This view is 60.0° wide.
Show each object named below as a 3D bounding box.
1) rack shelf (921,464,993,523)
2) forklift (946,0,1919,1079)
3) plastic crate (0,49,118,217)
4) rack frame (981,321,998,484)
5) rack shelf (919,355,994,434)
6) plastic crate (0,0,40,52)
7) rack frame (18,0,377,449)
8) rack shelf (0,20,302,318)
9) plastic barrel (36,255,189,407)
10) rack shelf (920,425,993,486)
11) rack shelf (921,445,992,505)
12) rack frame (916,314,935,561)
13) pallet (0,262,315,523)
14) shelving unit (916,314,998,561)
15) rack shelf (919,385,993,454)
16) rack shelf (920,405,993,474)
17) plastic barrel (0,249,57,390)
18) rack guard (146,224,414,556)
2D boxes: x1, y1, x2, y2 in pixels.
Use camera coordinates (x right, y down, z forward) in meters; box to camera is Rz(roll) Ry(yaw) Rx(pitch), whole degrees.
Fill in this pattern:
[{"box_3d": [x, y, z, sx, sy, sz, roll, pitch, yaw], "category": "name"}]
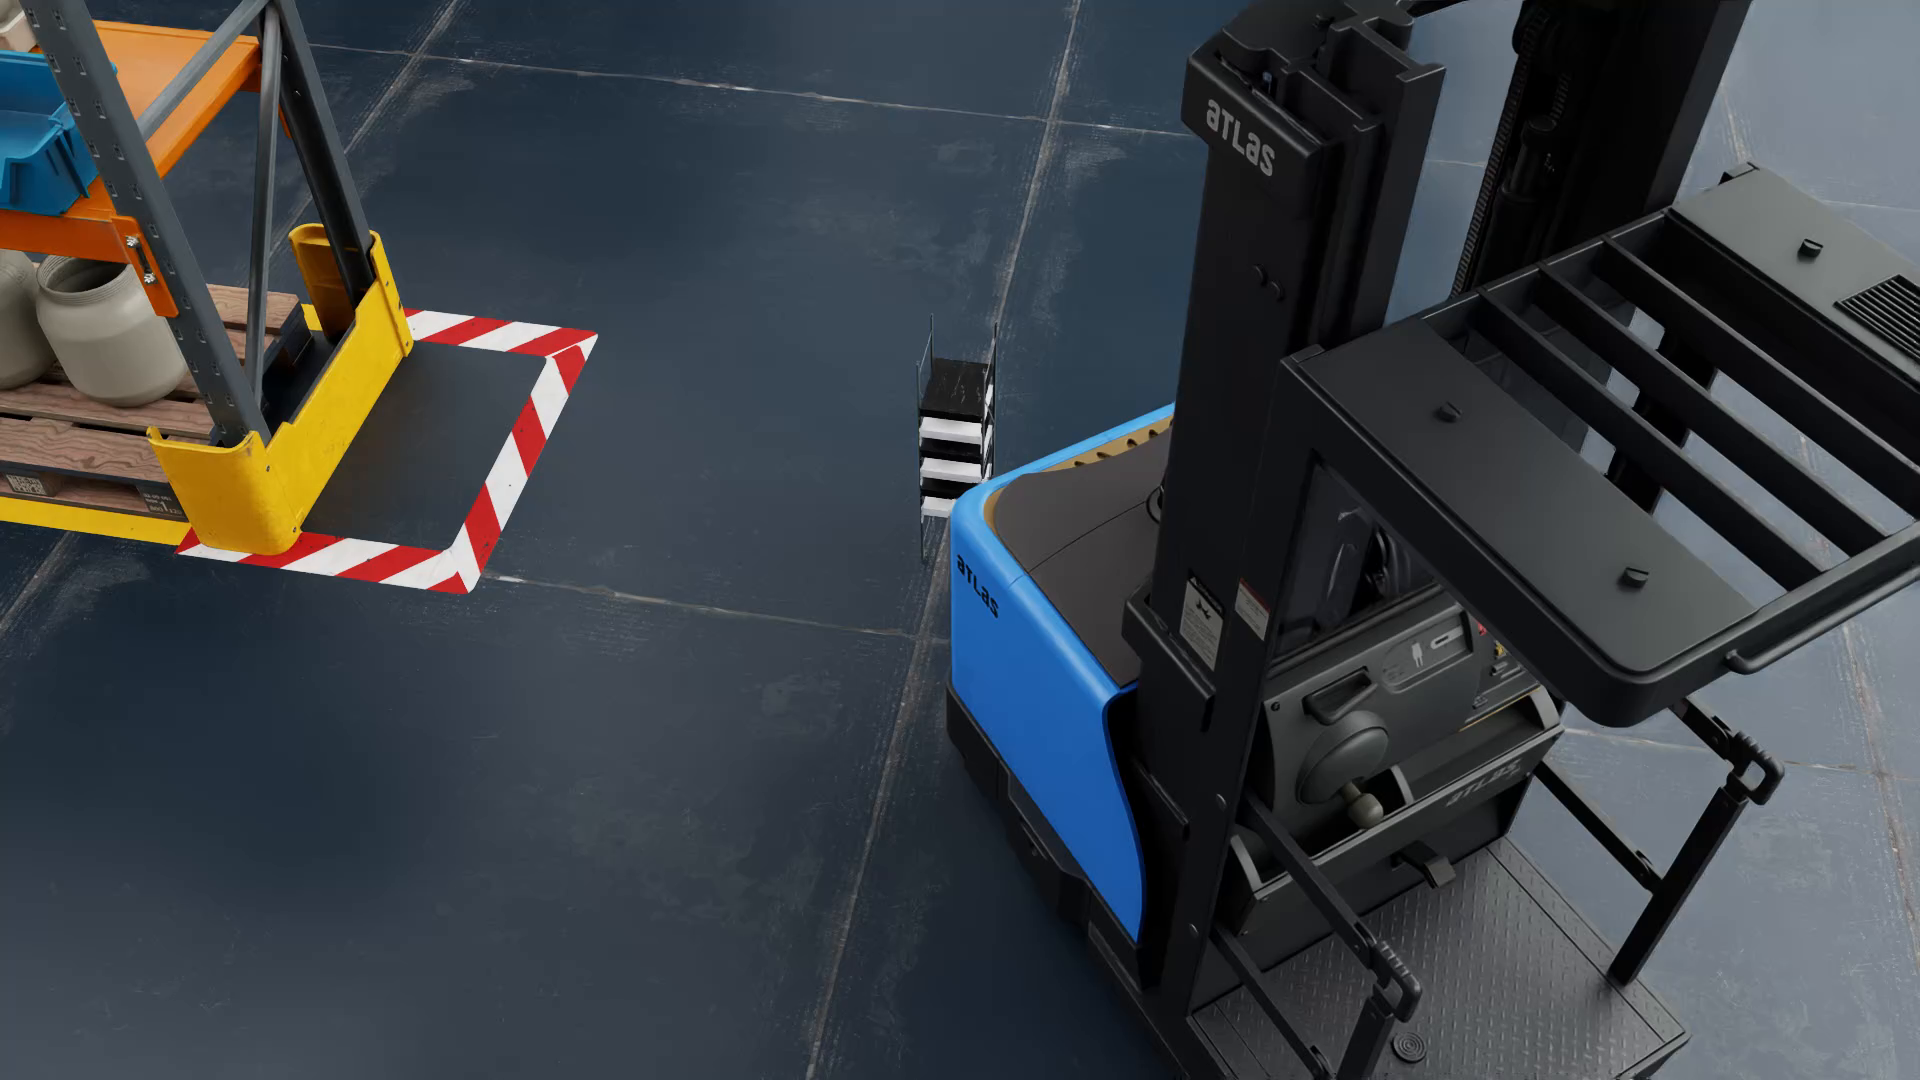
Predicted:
[{"box_3d": [-0.008, -0.159, 5.575, 0.200, 0.077, 0.258, 8, 49, 7], "category": "rack shelf"}, {"box_3d": [1.134, 0.391, 3.428, 1.130, 2.935, 3.031, -23, 52, -20], "category": "forklift"}, {"box_3d": [-2.839, -1.213, 4.923, 0.616, 0.251, 0.499, 8, 49, 7], "category": "plastic crate"}, {"box_3d": [0.092, -0.288, 5.404, 0.006, 0.900, 0.240, 8, 49, 7], "category": "rack frame"}, {"box_3d": [-0.008, -0.460, 5.240, 0.200, 0.077, 0.258, 8, 49, 7], "category": "rack shelf"}, {"box_3d": [-3.116, -1.681, 5.421, 0.250, 0.136, 0.298, 8, 49, 7], "category": "plastic crate"}, {"box_3d": [-2.293, -1.415, 5.005, 0.127, 3.000, 1.000, 8, 49, 7], "category": "rack frame"}, {"box_3d": [-4.261, -1.440, 5.511, 4.000, 0.370, 1.077, 8, 49, 7], "category": "rack shelf"}, {"box_3d": [-2.954, -0.755, 5.802, 0.421, 0.512, 0.421, 0, 48, 0], "category": "plastic barrel"}, {"box_3d": [-0.008, -0.280, 5.441, 0.200, 0.077, 0.258, 8, 49, 7], "category": "rack shelf"}, {"box_3d": [-0.008, -0.219, 5.508, 0.200, 0.077, 0.258, 8, 49, 7], "category": "rack shelf"}, {"box_3d": [-0.108, -0.315, 5.428, 0.006, 0.900, 0.240, 8, 49, 7], "category": "rack frame"}, {"box_3d": [-3.175, -0.570, 6.121, 1.213, 0.211, 1.003, 8, 49, 7], "category": "pallet"}, {"box_3d": [-0.008, -0.302, 5.416, 0.210, 0.900, 0.258, 8, 49, 7], "category": "shelving unit"}, {"box_3d": [-0.008, -0.400, 5.307, 0.200, 0.077, 0.258, 8, 49, 7], "category": "rack shelf"}, {"box_3d": [-0.008, -0.340, 5.374, 0.200, 0.077, 0.258, 8, 49, 7], "category": "rack shelf"}, {"box_3d": [-3.447, -0.822, 5.862, 0.421, 0.512, 0.421, 0, 48, 0], "category": "plastic barrel"}, {"box_3d": [-2.376, -0.556, 5.913, 0.348, 0.500, 1.175, 8, 49, 7], "category": "rack guard"}]
